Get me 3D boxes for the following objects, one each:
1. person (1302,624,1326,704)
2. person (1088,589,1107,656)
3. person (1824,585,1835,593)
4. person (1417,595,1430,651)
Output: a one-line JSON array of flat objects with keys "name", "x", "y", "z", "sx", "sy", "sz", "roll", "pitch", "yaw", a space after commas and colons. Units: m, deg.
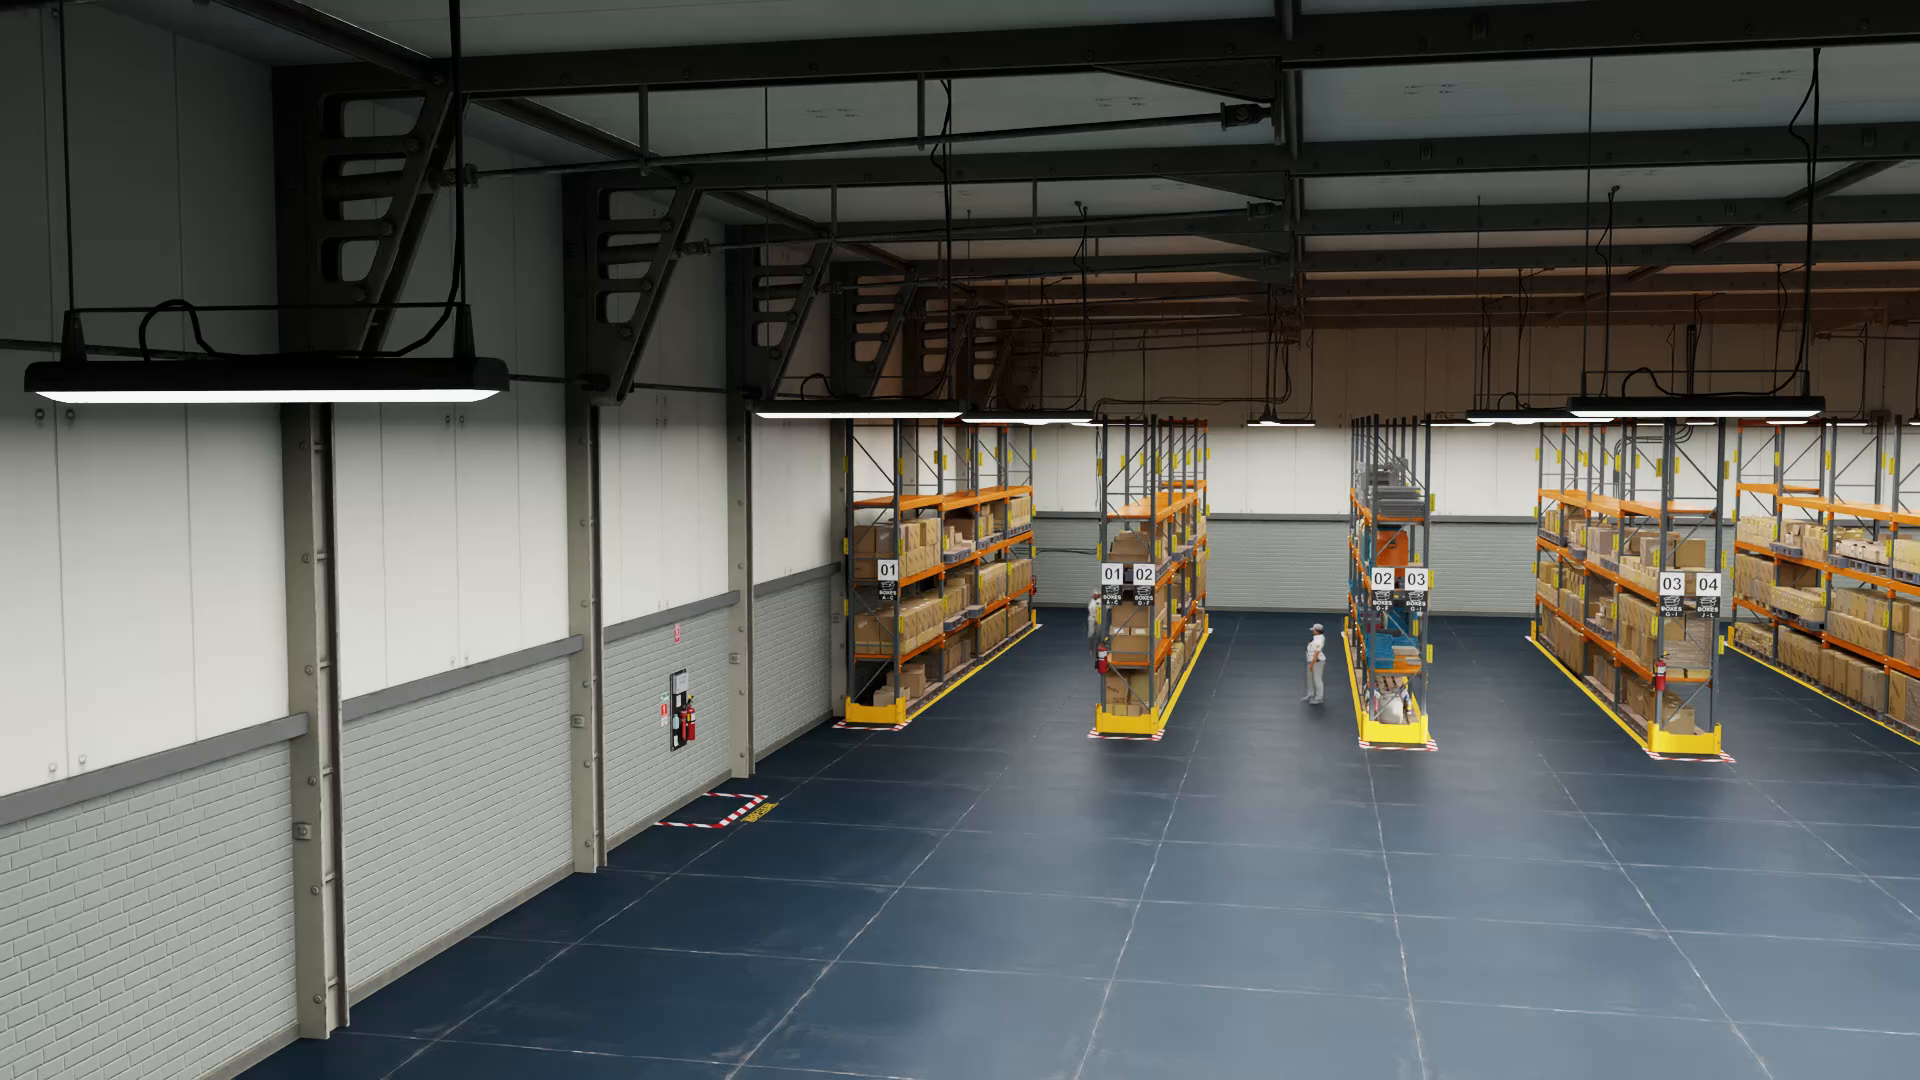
[{"name": "person", "x": 7.425, "y": 2.573, "z": 34.825, "sx": 0.443, "sy": 1.658, "sz": 0.532, "roll": 0, "pitch": 4, "yaw": -3}, {"name": "person", "x": 3.520, "y": 2.094, "z": 42.325, "sx": 0.522, "sy": 1.731, "sz": 0.744, "roll": 1, "pitch": 4, "yaw": 18}, {"name": "person", "x": 22.610, "y": 2.003, "z": 43.497, "sx": 0.469, "sy": 1.702, "sz": 0.508, "roll": 2, "pitch": 5, "yaw": 32}, {"name": "person", "x": 11.933, "y": 1.995, "z": 43.160, "sx": 0.583, "sy": 1.830, "sz": 0.437, "roll": 3, "pitch": 5, "yaw": 39}]
